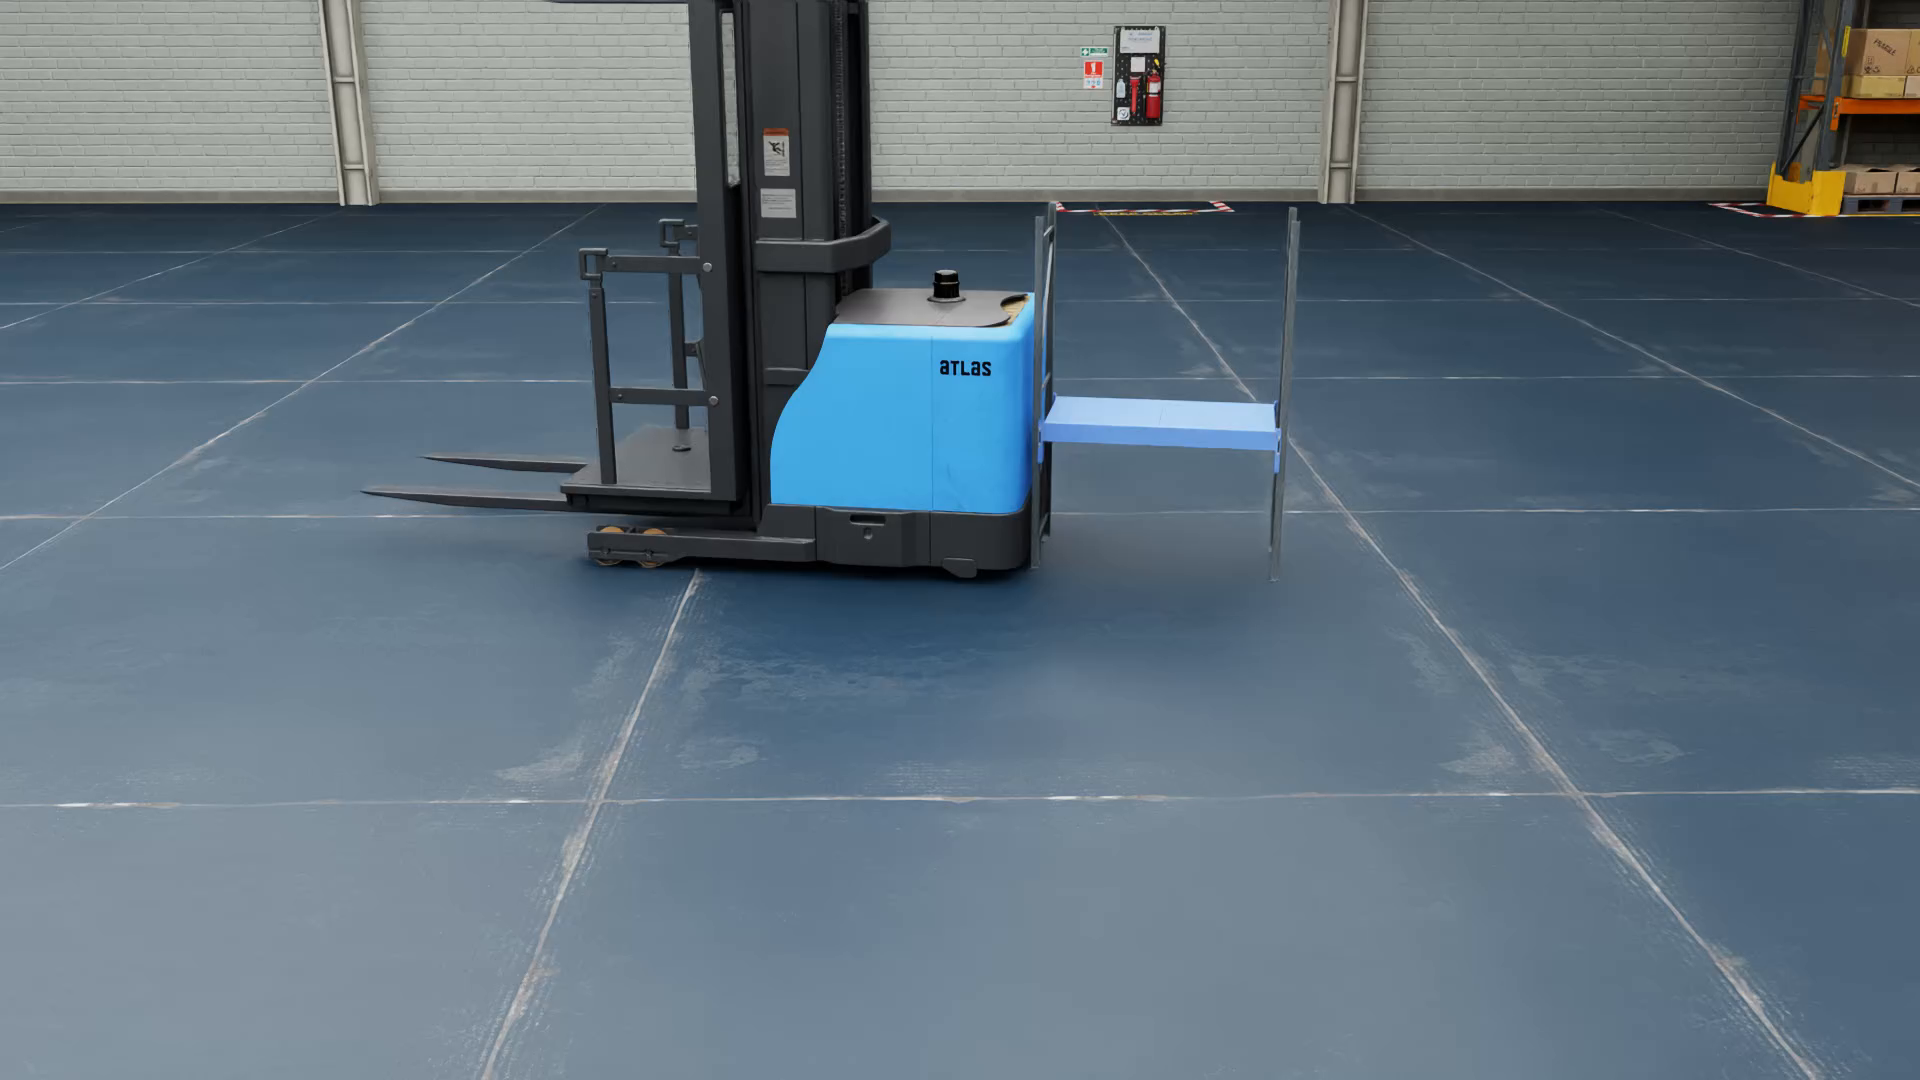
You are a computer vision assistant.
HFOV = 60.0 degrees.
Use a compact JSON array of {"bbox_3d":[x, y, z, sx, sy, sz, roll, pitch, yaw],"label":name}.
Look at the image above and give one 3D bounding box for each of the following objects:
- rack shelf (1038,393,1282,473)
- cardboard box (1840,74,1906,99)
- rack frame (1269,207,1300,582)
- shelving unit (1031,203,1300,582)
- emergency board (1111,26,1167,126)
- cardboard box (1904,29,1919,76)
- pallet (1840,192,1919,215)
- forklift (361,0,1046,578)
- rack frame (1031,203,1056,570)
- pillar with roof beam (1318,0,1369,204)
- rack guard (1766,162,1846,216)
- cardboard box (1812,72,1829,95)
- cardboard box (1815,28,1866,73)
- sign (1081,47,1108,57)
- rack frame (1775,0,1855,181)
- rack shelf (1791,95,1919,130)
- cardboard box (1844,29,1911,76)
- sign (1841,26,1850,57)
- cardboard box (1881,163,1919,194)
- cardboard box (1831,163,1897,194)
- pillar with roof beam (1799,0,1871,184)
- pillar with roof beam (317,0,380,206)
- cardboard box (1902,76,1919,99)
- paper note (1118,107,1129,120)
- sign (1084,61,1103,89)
[{"bbox_3d":[0.861,-0.465,7.132,1.000,0.185,0.538,3,18,9],"label":"rack shelf"},{"bbox_3d":[10.453,-5.210,19.091,0.500,0.250,0.500,-1,18,-2],"label":"cardboard box"},{"bbox_3d":[1.363,-0.612,6.999,0.032,1.500,0.500,3,18,9],"label":"rack frame"},{"bbox_3d":[0.861,-0.637,7.077,1.048,1.500,0.538,3,18,9],"label":"shelving unit"},{"bbox_3d":[2.175,-5.605,20.109,0.643,1.169,0.194,0,18,-1],"label":"emergency board"},{"bbox_3d":[10.936,-5.572,18.991,0.500,0.500,0.500,0,18,-1],"label":"cardboard box"},{"bbox_3d":[10.849,-4.032,19.772,1.213,0.211,1.003,0,18,-1],"label":"pallet"},{"bbox_3d":[-1.160,-1.430,7.206,3.031,2.935,1.130,3,18,9],"label":"forklift"},{"bbox_3d":[0.359,-0.662,7.155,0.032,1.500,0.500,3,18,9],"label":"rack frame"},{"bbox_3d":[4.715,-7.147,15.095,0.400,9.000,9.100,0,18,-1],"label":"pillar with roof beam"},{"bbox_3d":[10.036,-4.177,19.749,0.348,0.500,1.175,0,18,-1],"label":"rack guard"},{"bbox_3d":[10.424,-5.366,19.578,0.500,0.250,0.500,0,18,0],"label":"cardboard box"},{"bbox_3d":[10.428,-5.729,19.481,0.500,0.500,0.500,0,18,-1],"label":"cardboard box"},{"bbox_3d":[1.626,-5.900,20.104,0.331,0.109,0.001,0,18,-1],"label":"sign"},{"bbox_3d":[9.960,-5.367,19.366,0.127,3.000,1.000,0,18,-1],"label":"rack frame"},{"bbox_3d":[11.960,-5.034,19.506,4.000,0.370,1.077,0,18,-1],"label":"rack shelf"},{"bbox_3d":[10.442,-5.572,18.993,0.500,0.500,0.500,0,18,-1],"label":"cardboard box"},{"bbox_3d":[9.969,-5.613,18.717,0.005,0.325,0.100,0,18,-1],"label":"sign"},{"bbox_3d":[11.223,-4.274,19.643,0.500,0.311,0.500,1,18,4],"label":"cardboard box"},{"bbox_3d":[10.653,-4.272,19.634,0.500,0.311,0.500,-2,18,-7],"label":"cardboard box"},{"bbox_3d":[10.714,-7.176,15.185,0.400,9.000,9.100,0,18,-1],"label":"pillar with roof beam"},{"bbox_3d":[-7.284,-7.089,14.915,0.400,9.000,9.100,0,18,-1],"label":"pillar with roof beam"},{"bbox_3d":[10.972,-5.217,19.113,0.500,0.250,0.500,-1,18,-3],"label":"cardboard box"},{"bbox_3d":[1.997,-5.206,20.307,0.142,0.148,0.016,0,18,-1],"label":"paper note"},{"bbox_3d":[1.621,-5.651,20.194,0.234,0.329,0.001,0,18,-1],"label":"sign"}]
